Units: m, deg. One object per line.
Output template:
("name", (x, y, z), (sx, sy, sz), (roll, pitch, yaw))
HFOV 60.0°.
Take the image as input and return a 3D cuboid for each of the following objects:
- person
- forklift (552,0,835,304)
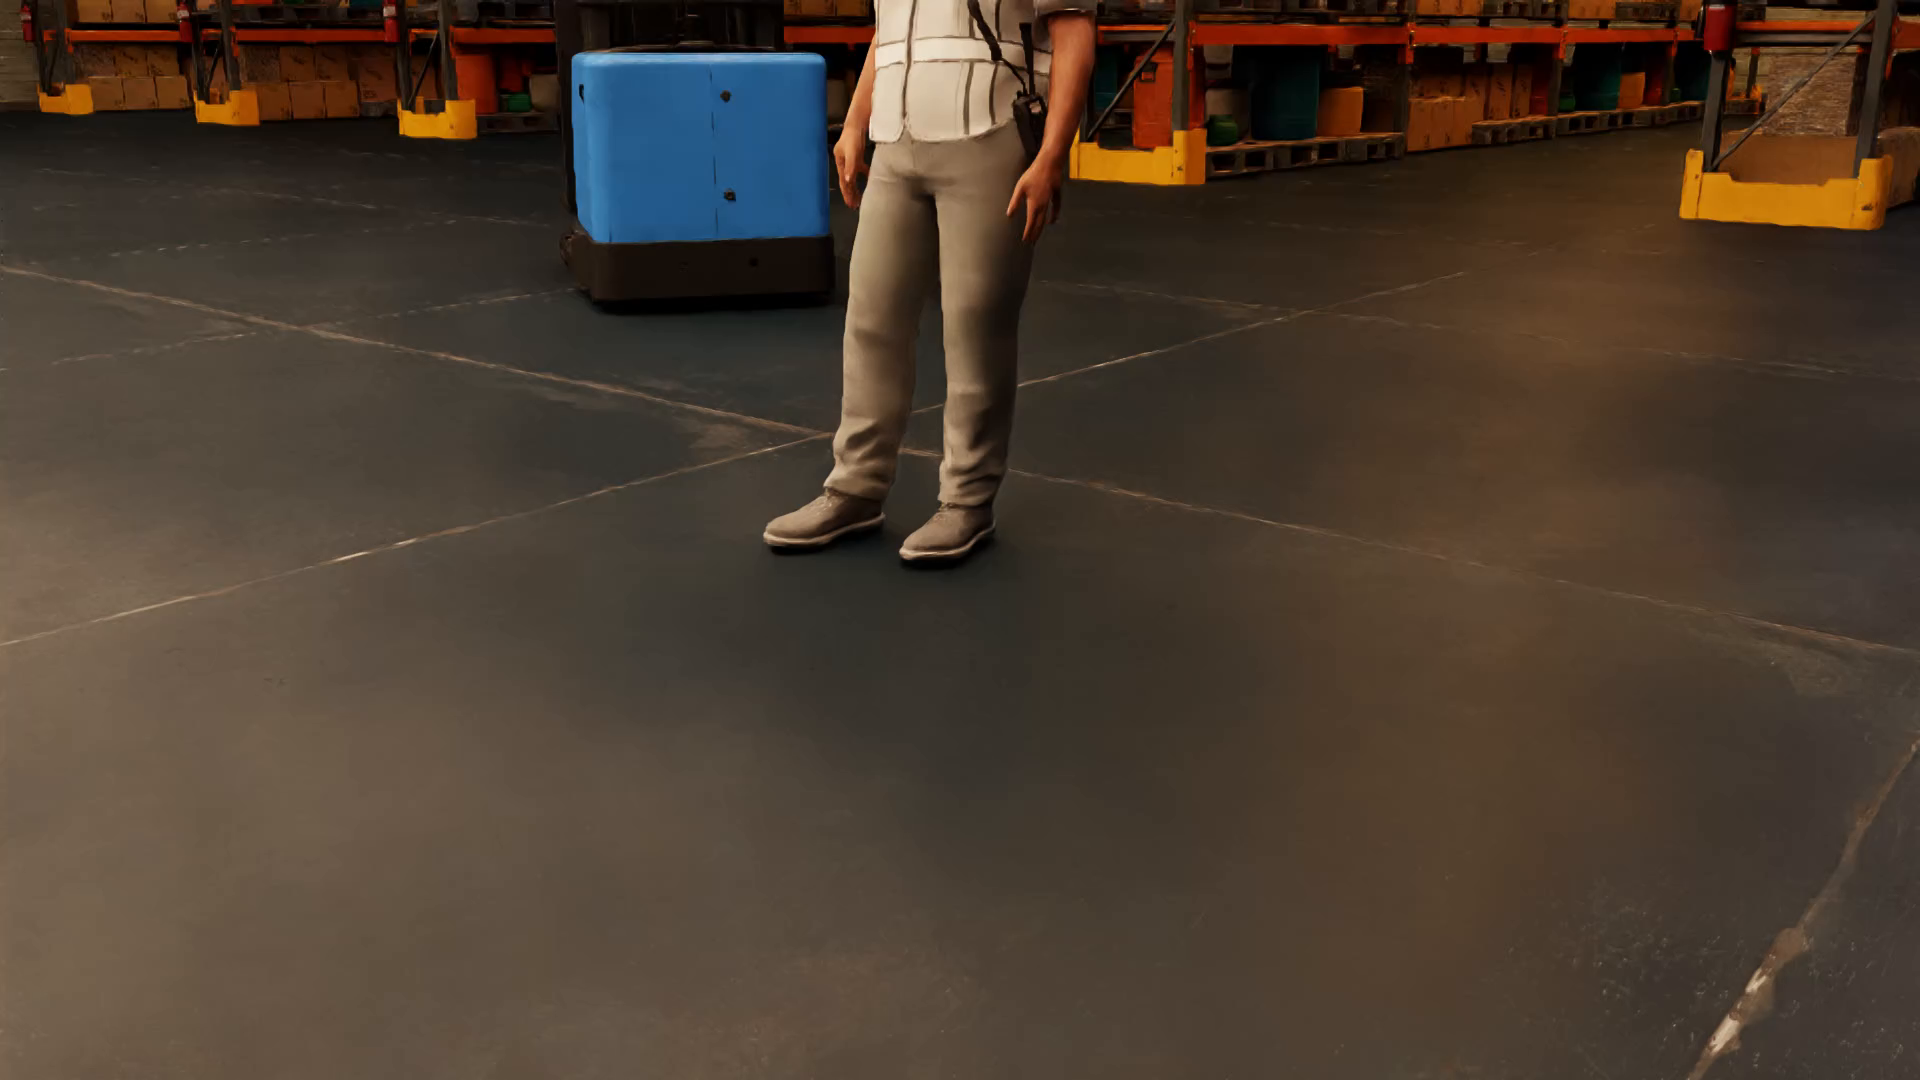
("person", (-0.059, -0.845, 3.630), (0.640, 1.781, 0.574), (13, 21, 37))
("forklift", (-1.462, -2.808, 8.145), (1.130, 2.935, 3.031), (-5, 18, -16))
